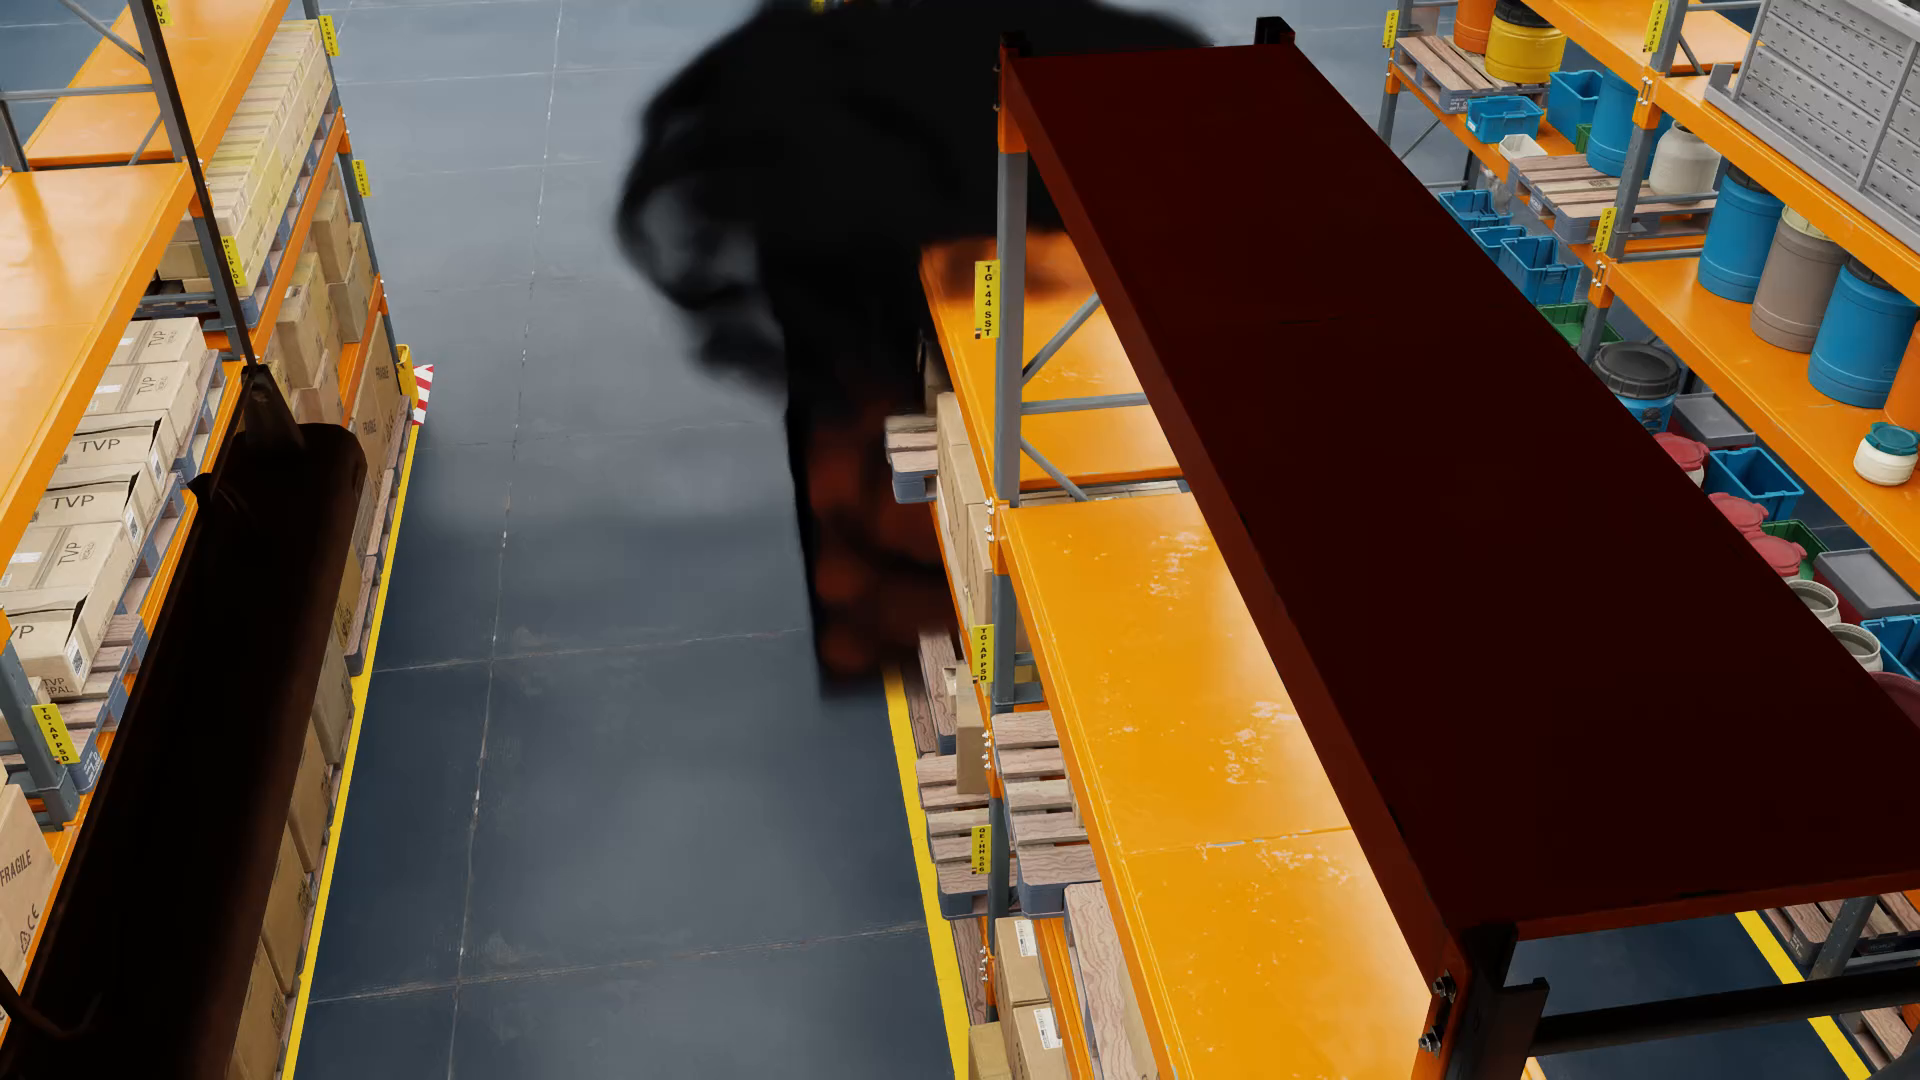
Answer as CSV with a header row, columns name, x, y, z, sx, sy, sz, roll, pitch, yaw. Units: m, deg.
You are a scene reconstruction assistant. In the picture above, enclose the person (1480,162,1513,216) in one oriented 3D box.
name,x,y,z,sx,sy,sz,roll,pitch,yaw
person,5.272,-3.398,16.300,0.579,1.641,0.511,27,44,32
